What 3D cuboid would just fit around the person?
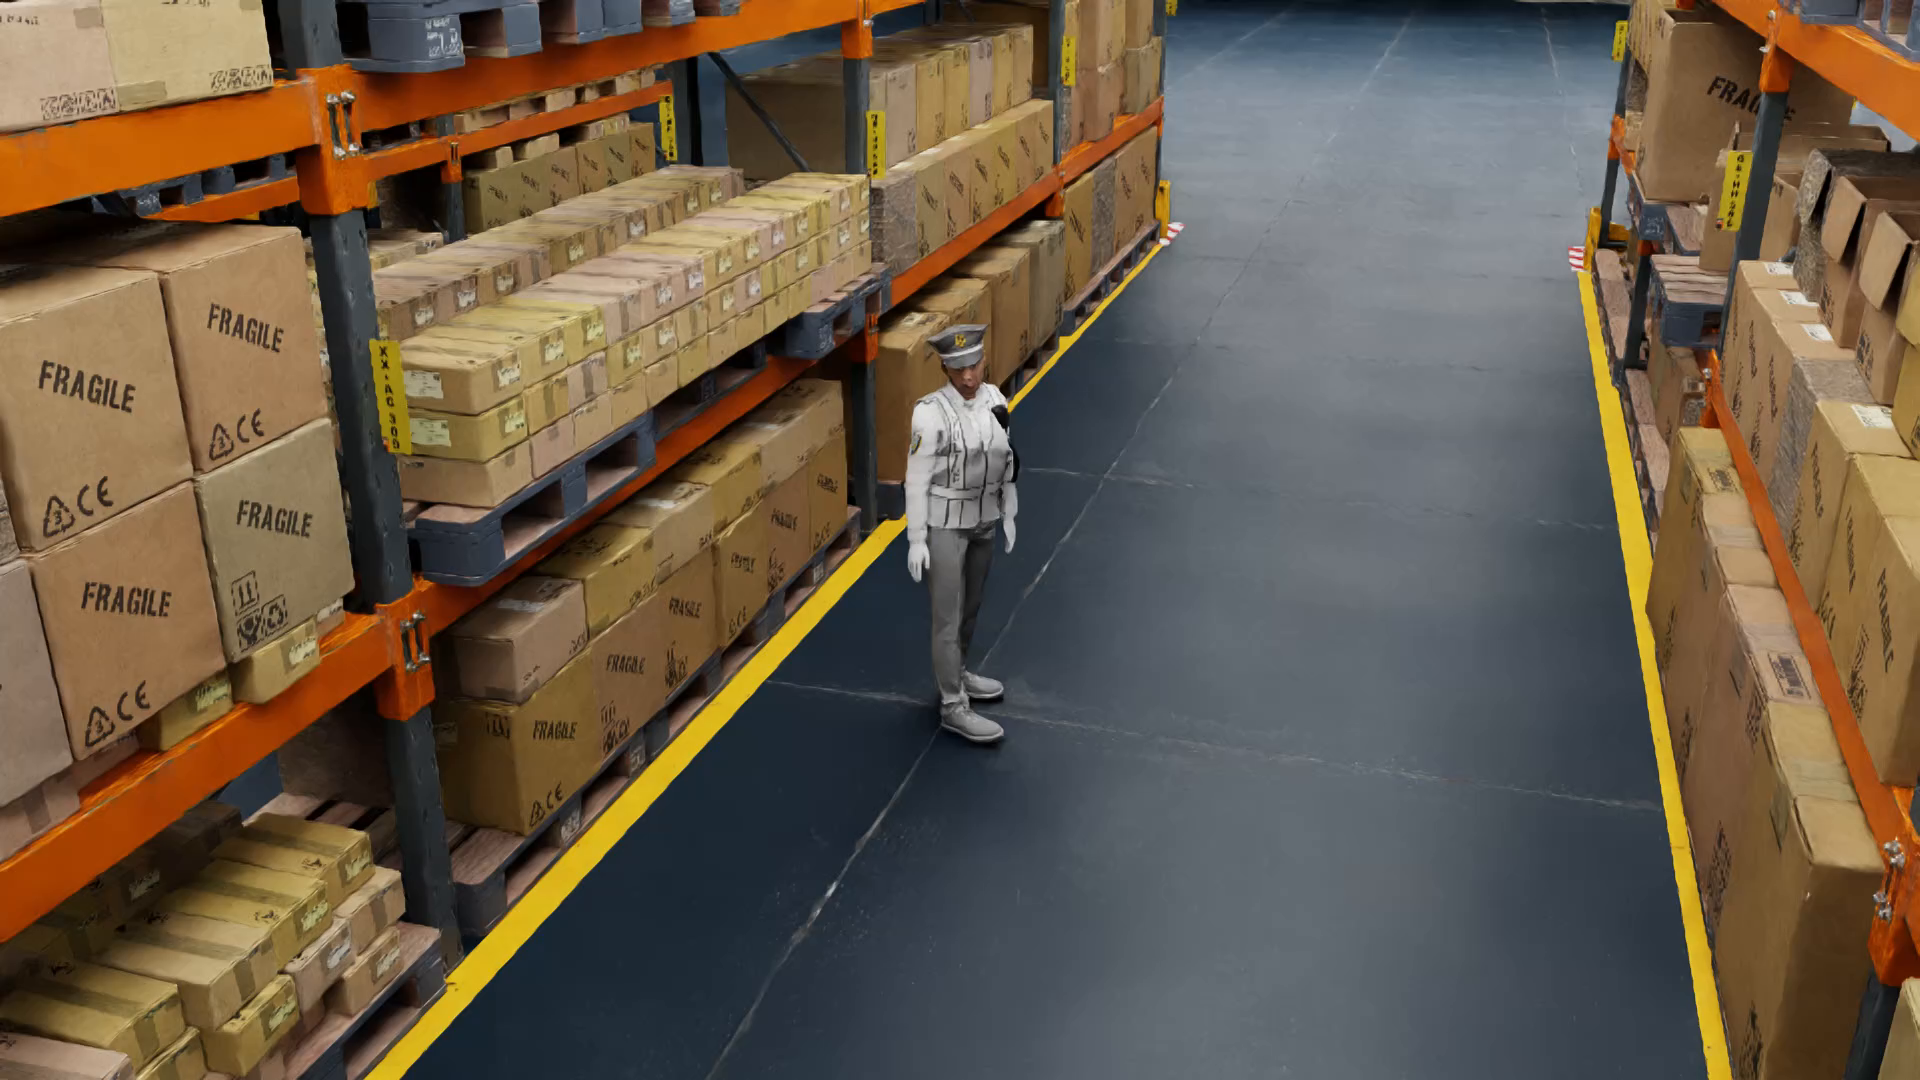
[{"bbox_3d":[0.028,-0.038,6.605,0.534,1.673,0.569,21,30,41],"label":"person"}]
